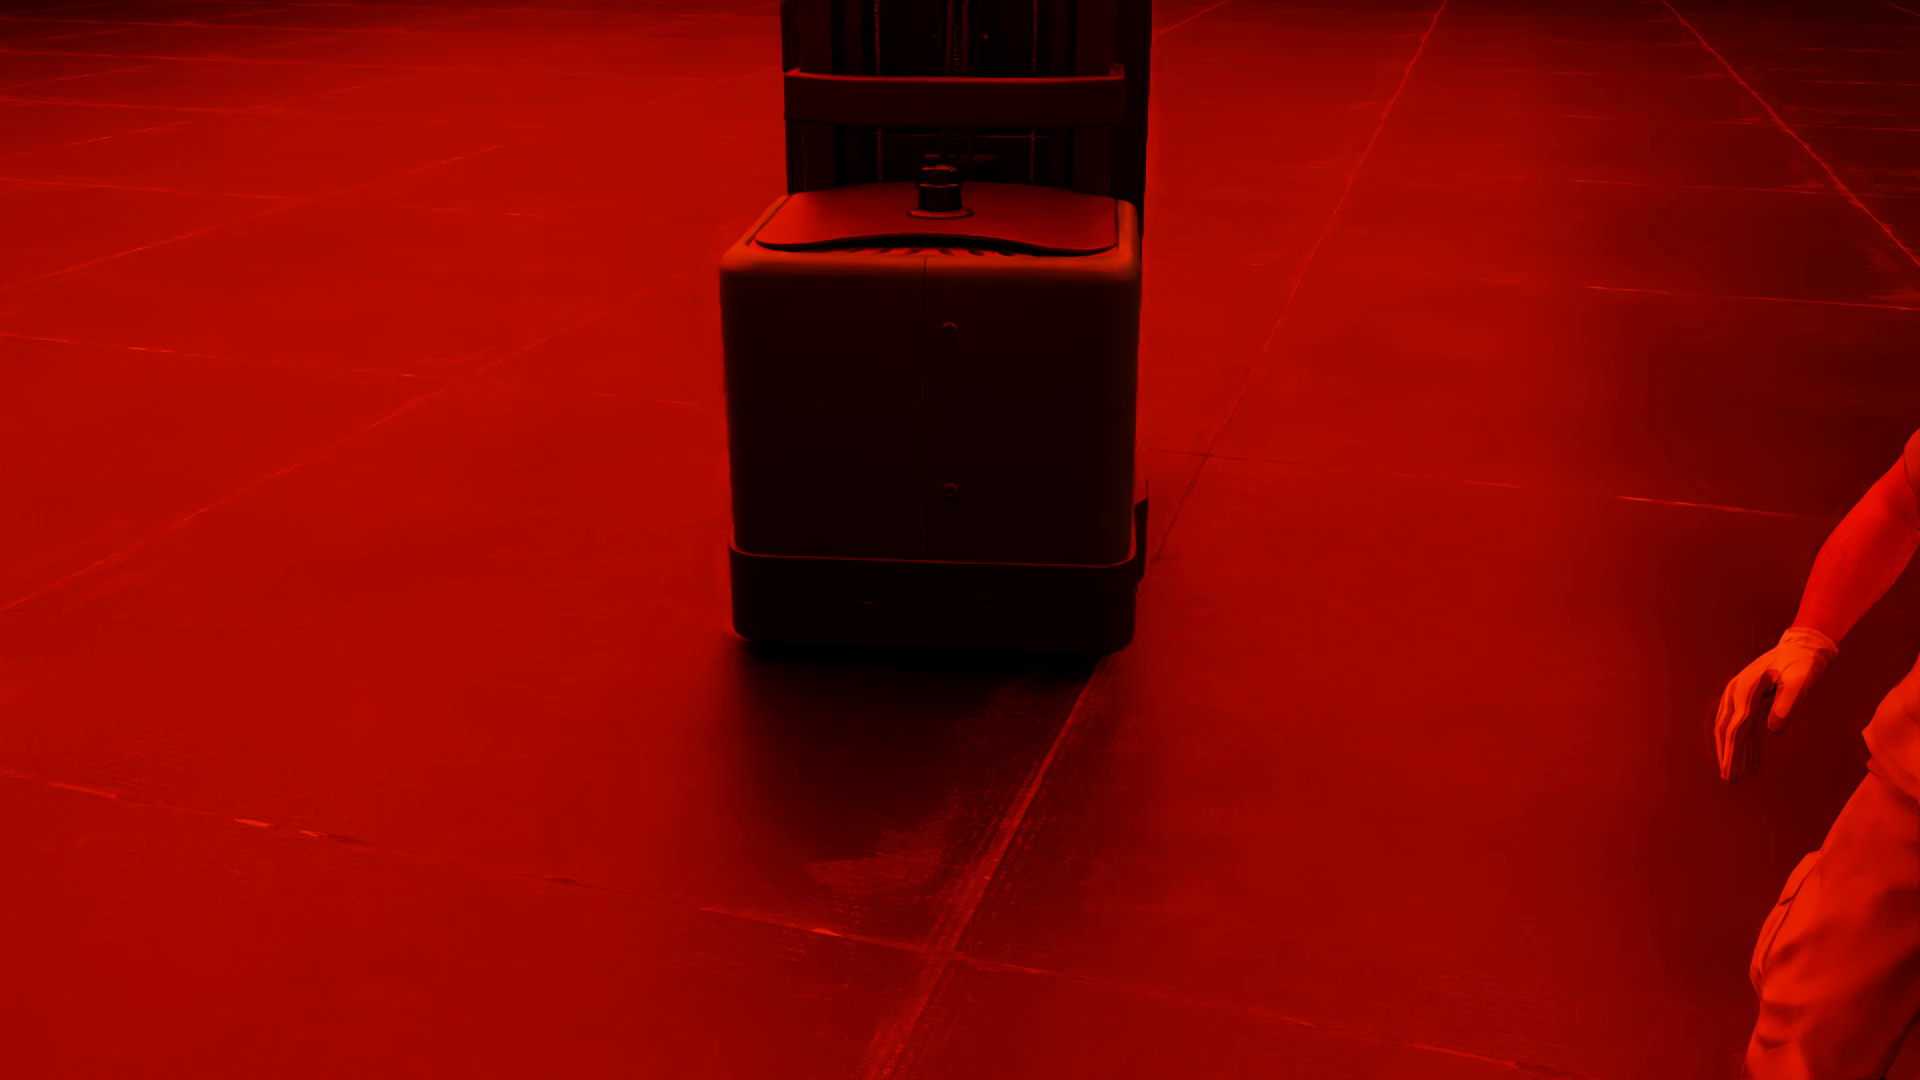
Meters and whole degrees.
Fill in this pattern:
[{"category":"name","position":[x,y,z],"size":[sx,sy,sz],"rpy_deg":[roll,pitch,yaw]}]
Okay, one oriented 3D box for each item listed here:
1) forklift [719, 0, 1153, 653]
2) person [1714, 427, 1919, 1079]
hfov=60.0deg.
[{"category":"forklift","position":[0.038,-1.589,5.128],"size":[1.130,2.935,3.031],"rpy_deg":[2,22,4]},{"category":"person","position":[1.239,0.392,1.902],"size":[0.512,1.741,0.740],"rpy_deg":[-15,27,-32]}]
